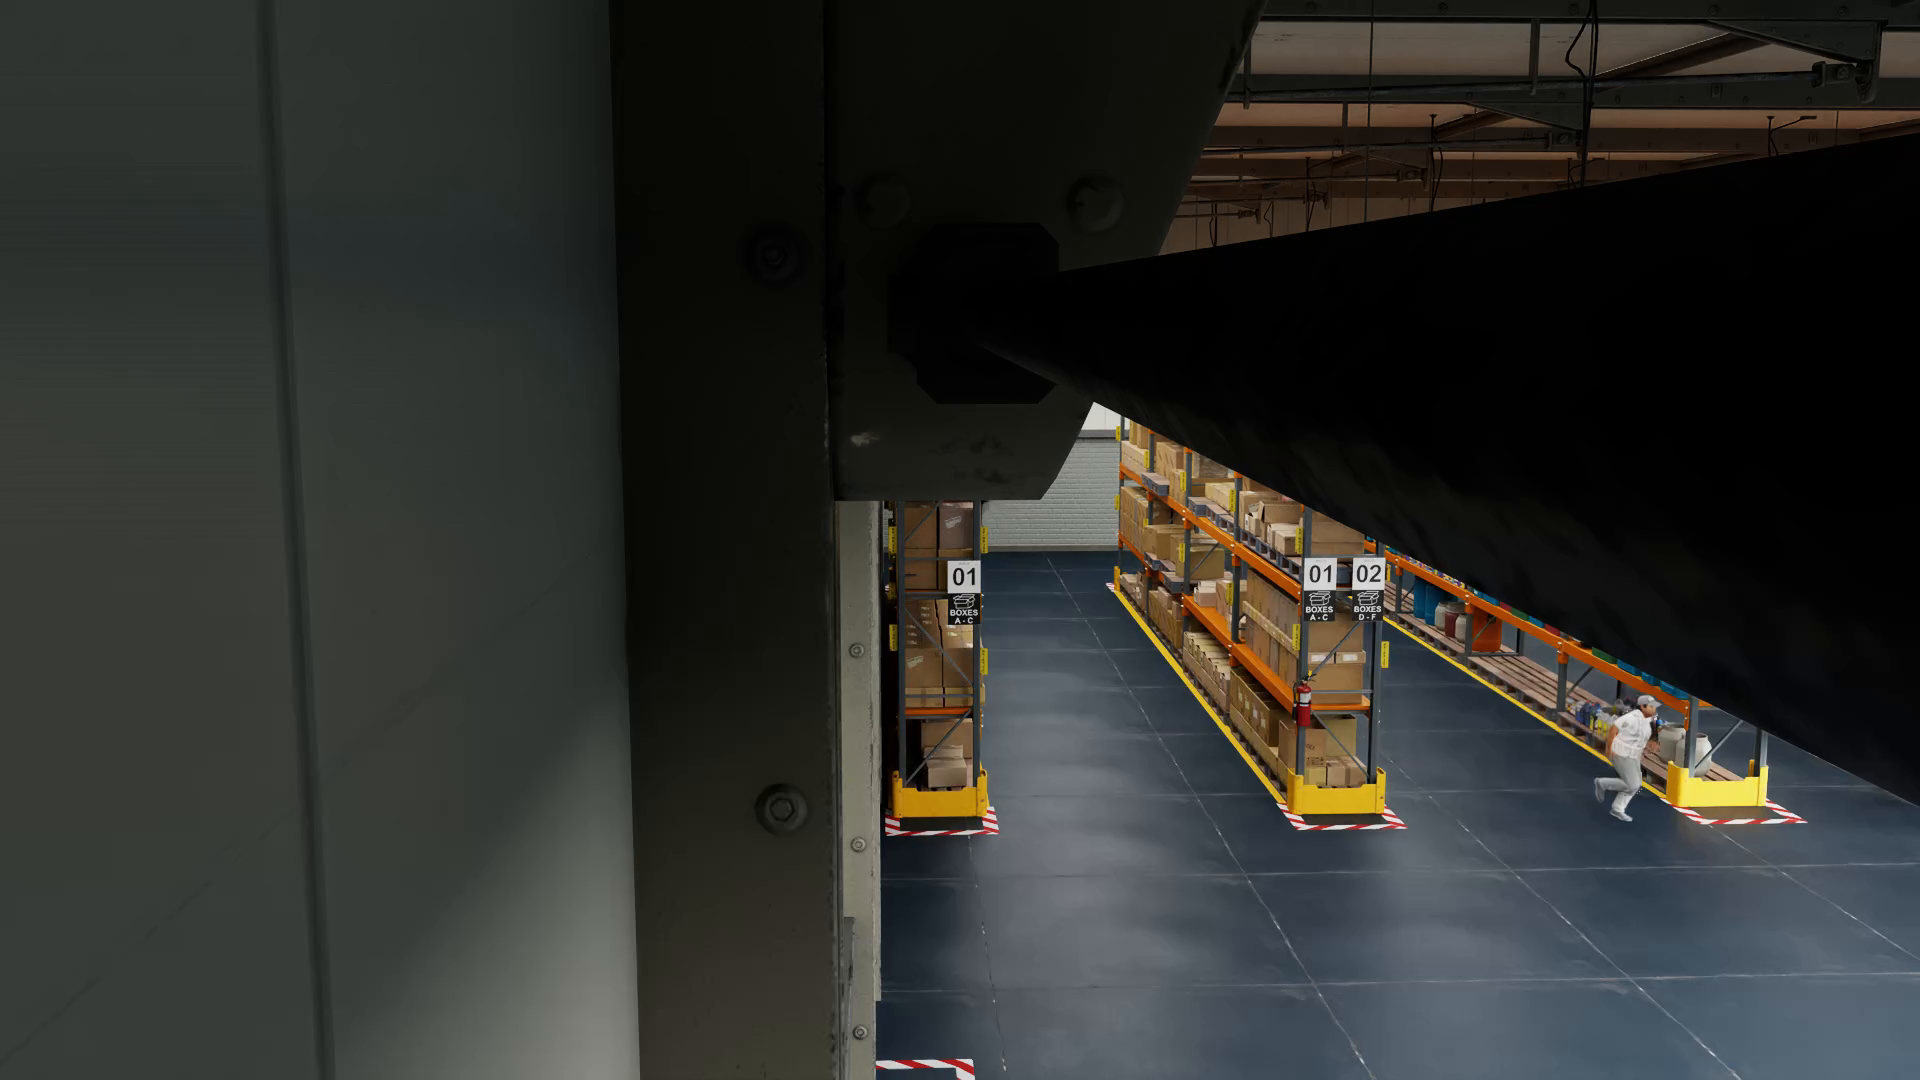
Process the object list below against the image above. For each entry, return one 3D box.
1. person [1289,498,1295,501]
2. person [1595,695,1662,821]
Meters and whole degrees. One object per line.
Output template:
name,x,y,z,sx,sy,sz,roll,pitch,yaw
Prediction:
person,7.850,-0.165,39.177,0.621,1.736,0.626,1,8,7
person,8.179,2.651,20.360,0.723,1.603,0.596,7,11,40
